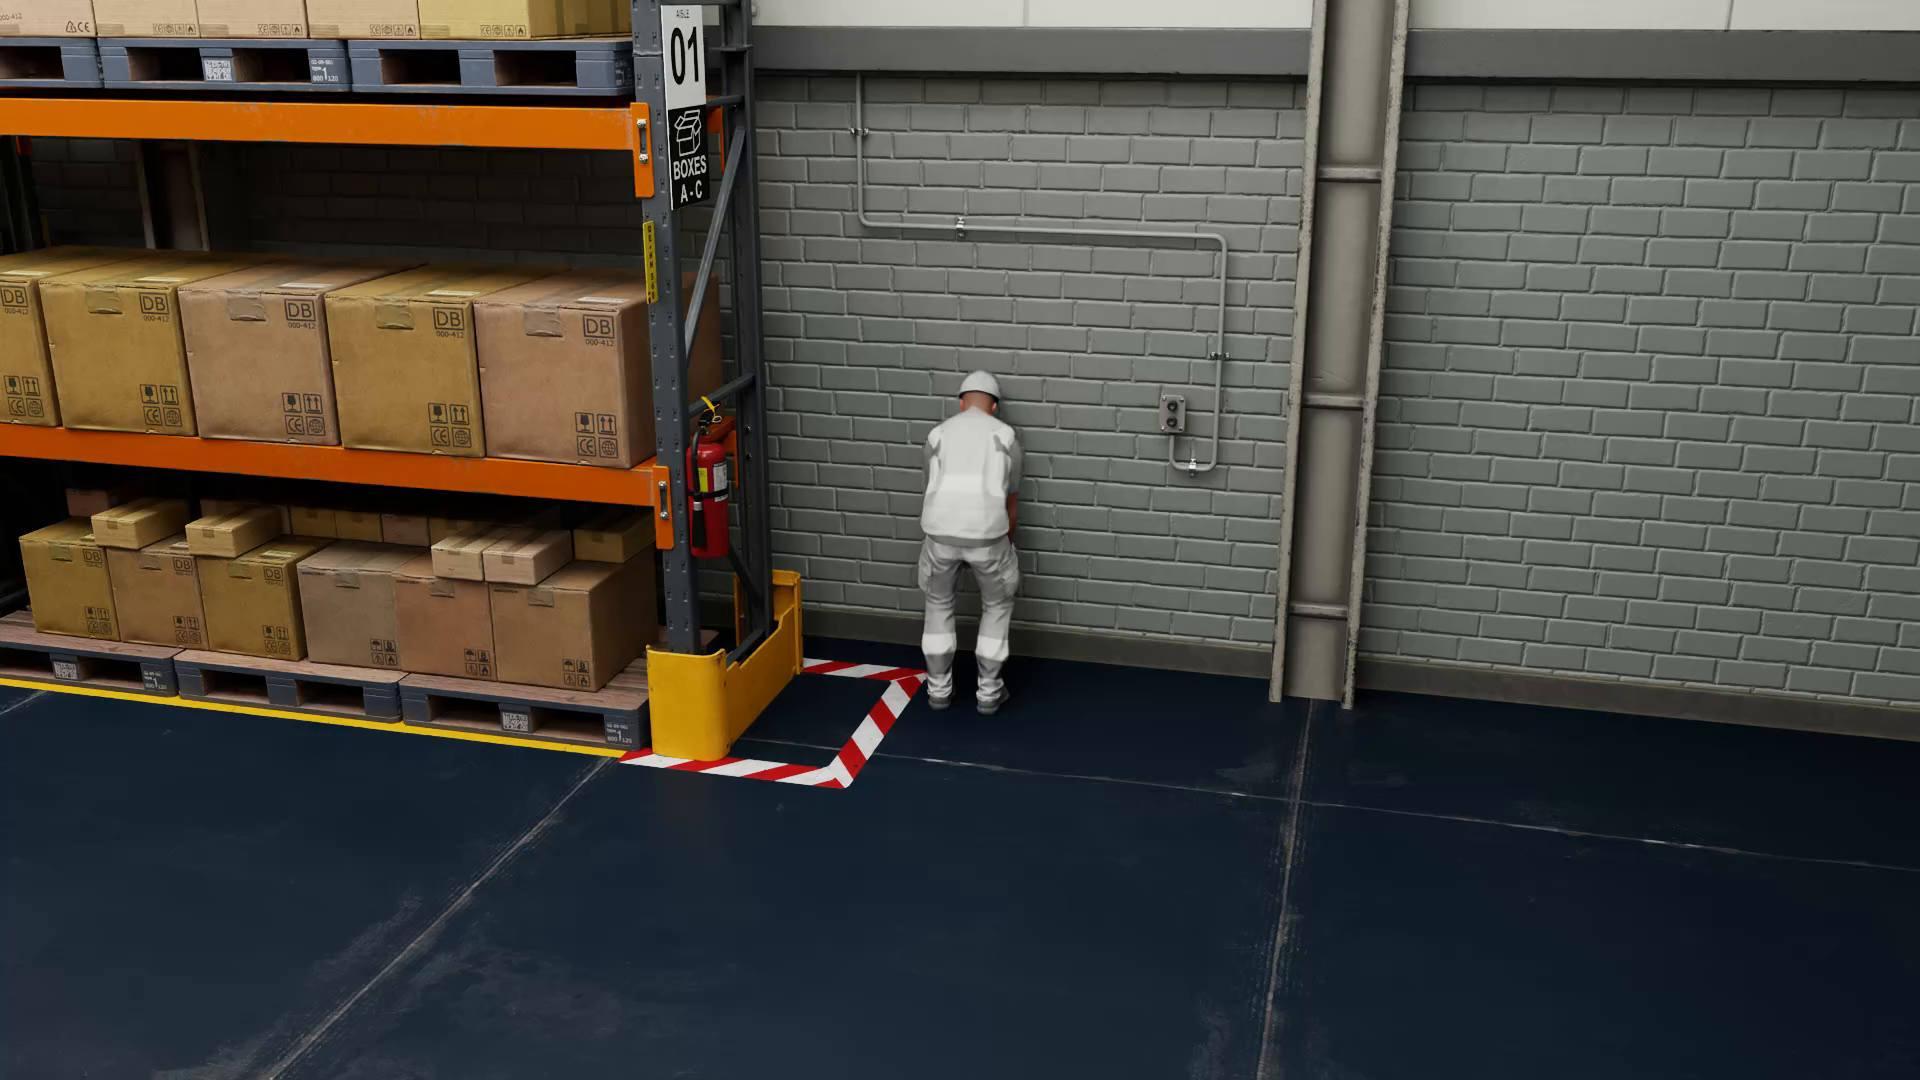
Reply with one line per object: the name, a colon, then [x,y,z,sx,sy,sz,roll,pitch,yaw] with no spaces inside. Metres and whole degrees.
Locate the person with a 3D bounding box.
person: [0.061,-0.001,7.939,0.497,1.526,0.823,3,18,10]
